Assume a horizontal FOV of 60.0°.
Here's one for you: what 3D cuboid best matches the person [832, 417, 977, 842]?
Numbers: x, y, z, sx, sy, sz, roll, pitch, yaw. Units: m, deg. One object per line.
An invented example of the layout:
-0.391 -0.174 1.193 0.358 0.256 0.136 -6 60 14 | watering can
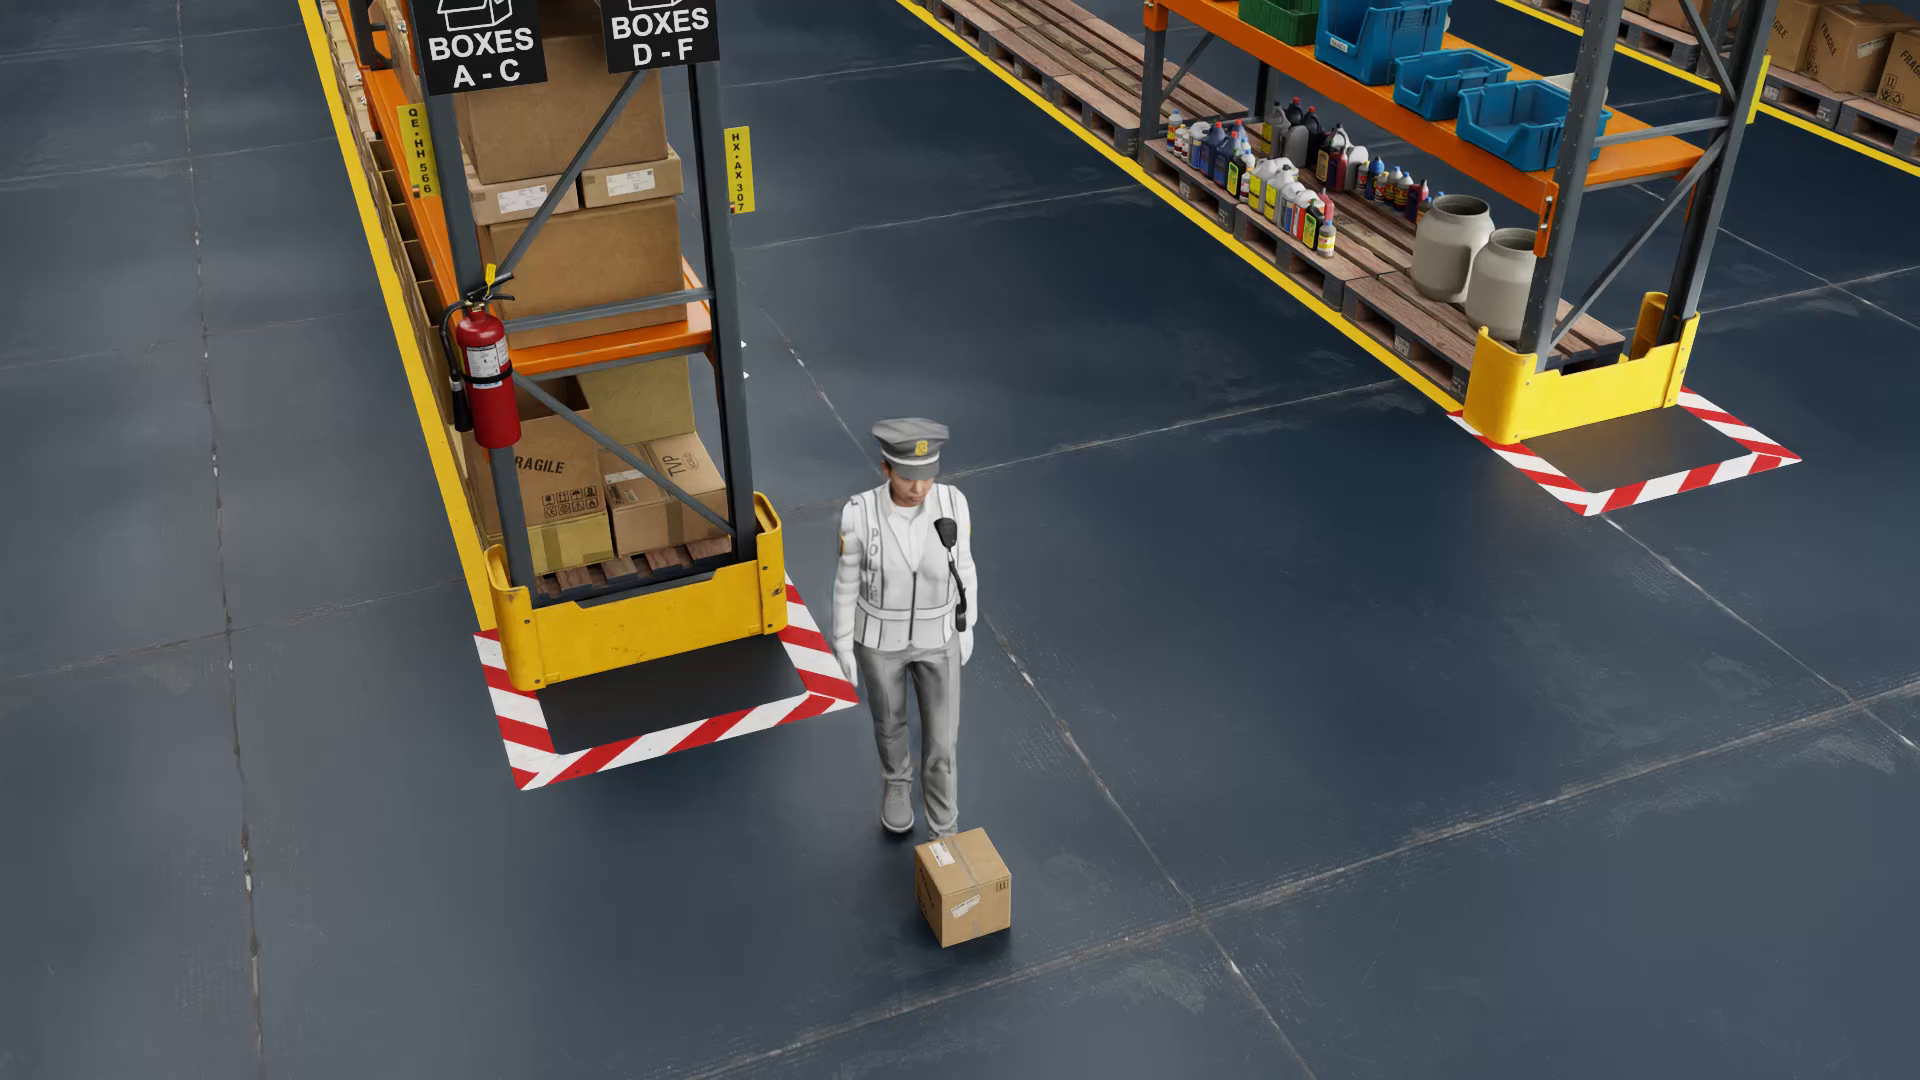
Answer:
-0.168 0.383 5.534 0.503 1.668 0.611 -4 34 -6 | person
